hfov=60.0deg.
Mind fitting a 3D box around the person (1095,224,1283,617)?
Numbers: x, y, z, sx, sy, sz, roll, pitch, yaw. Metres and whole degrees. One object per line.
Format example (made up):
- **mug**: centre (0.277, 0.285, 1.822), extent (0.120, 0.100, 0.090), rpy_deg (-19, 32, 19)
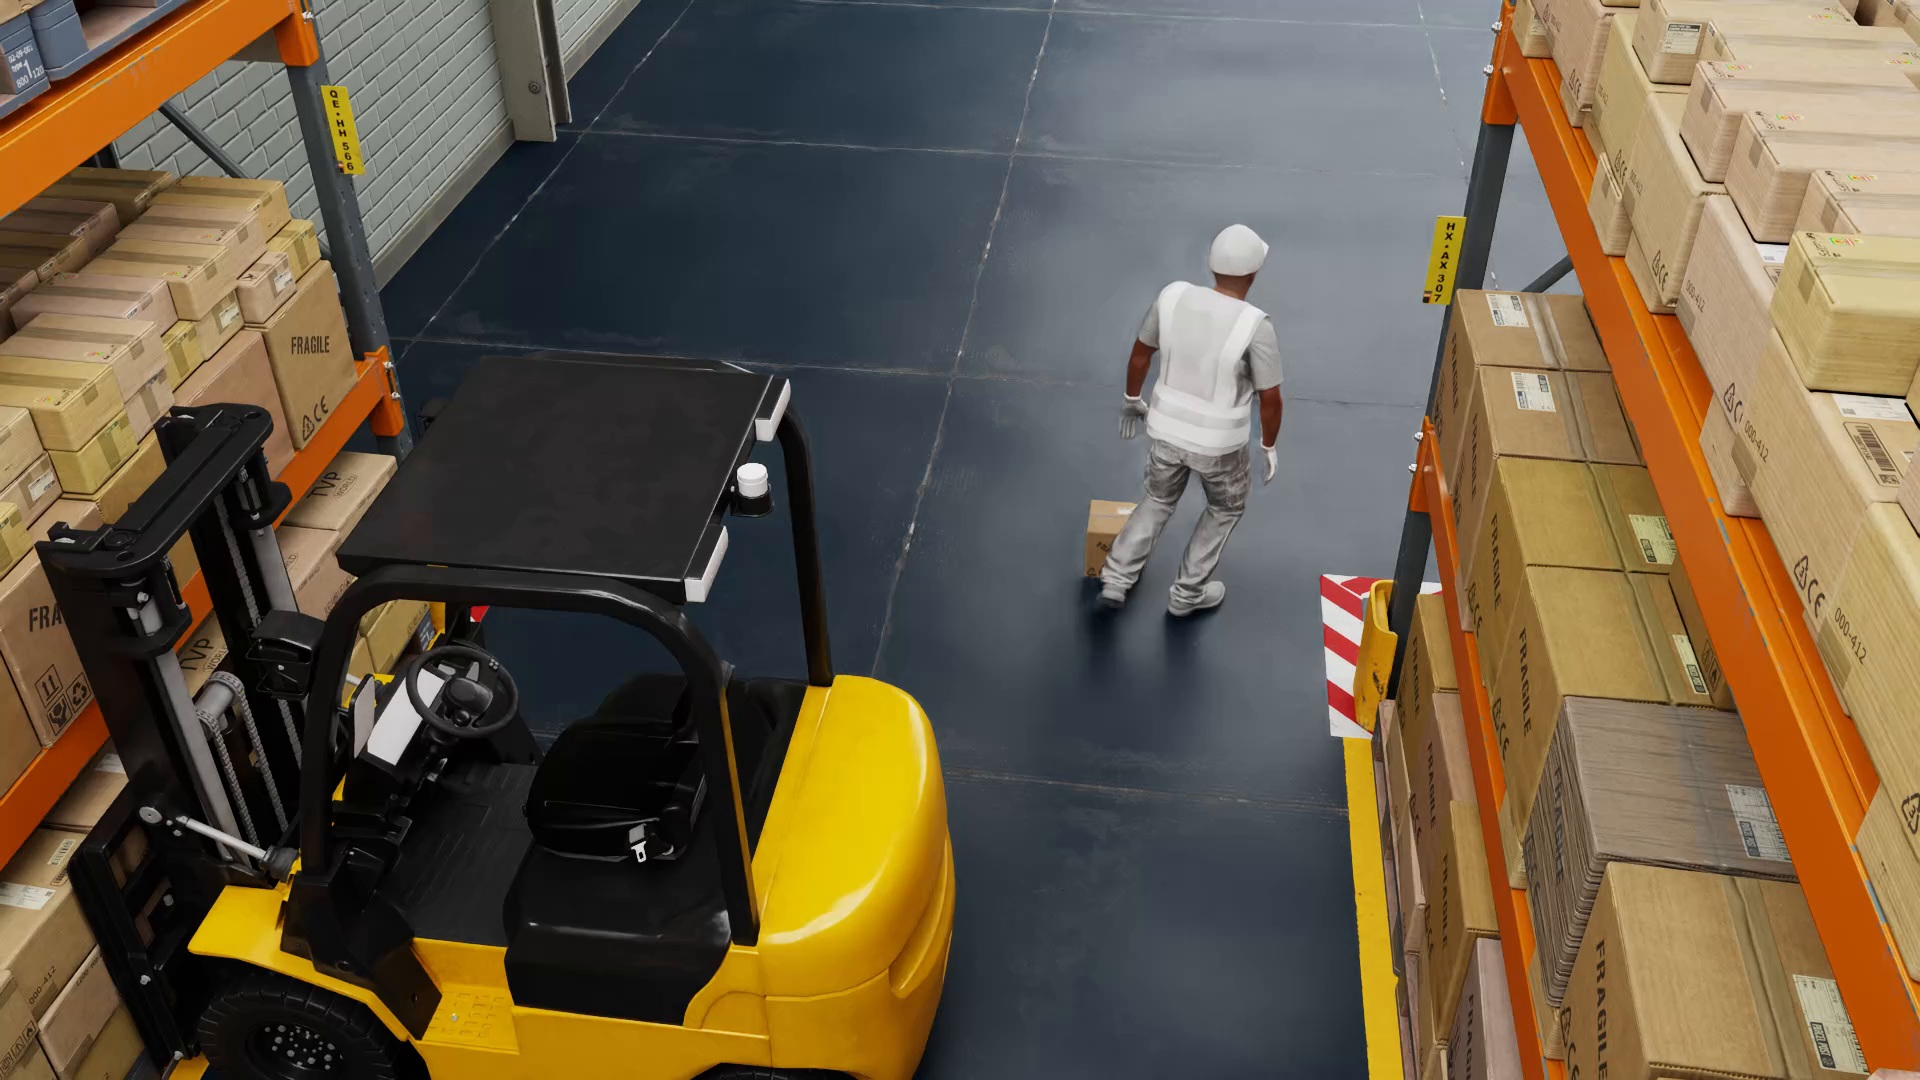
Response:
- **person**: centre (0.924, -0.412, 6.753), extent (0.720, 1.718, 0.745), rpy_deg (25, 42, 30)
